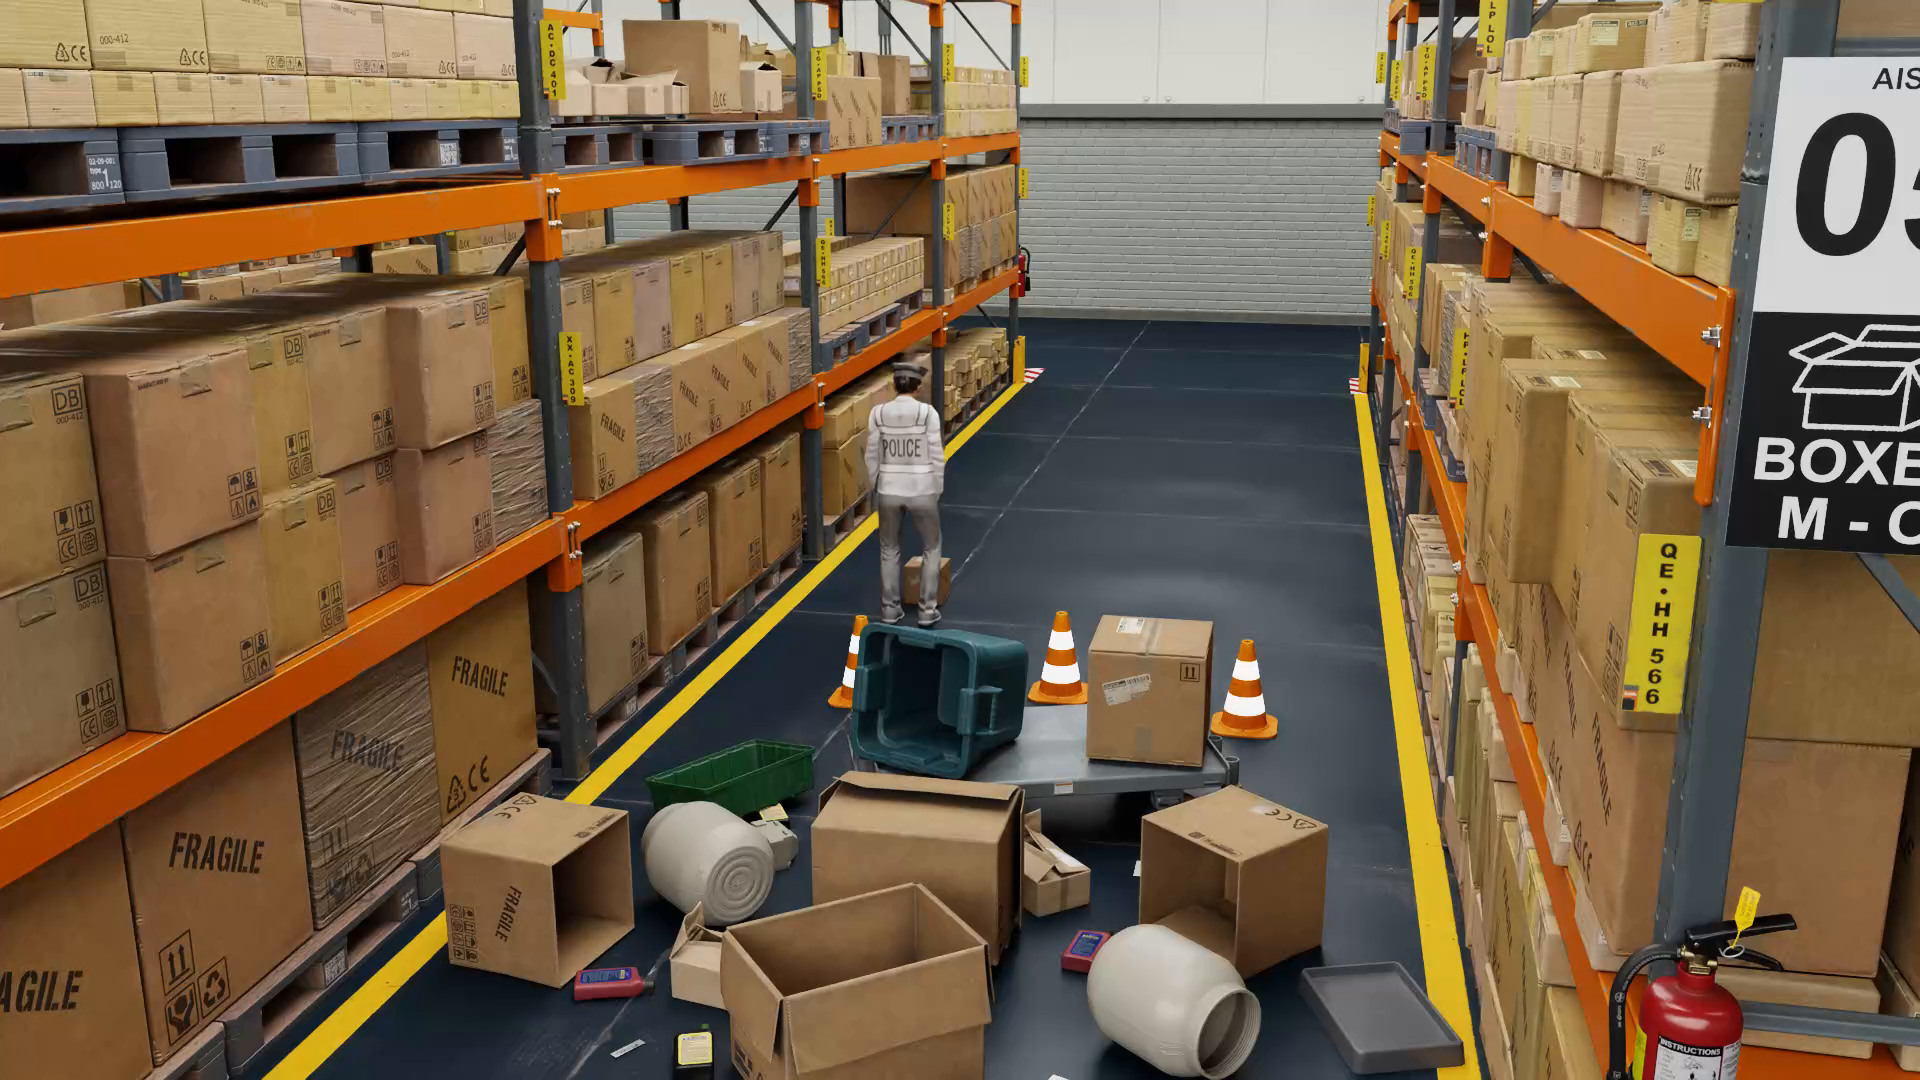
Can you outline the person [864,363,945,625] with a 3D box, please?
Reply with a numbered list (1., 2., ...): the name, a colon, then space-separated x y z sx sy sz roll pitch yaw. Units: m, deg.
1. person: -0.334 -0.276 10.180 0.504 1.616 0.465 3 15 12
